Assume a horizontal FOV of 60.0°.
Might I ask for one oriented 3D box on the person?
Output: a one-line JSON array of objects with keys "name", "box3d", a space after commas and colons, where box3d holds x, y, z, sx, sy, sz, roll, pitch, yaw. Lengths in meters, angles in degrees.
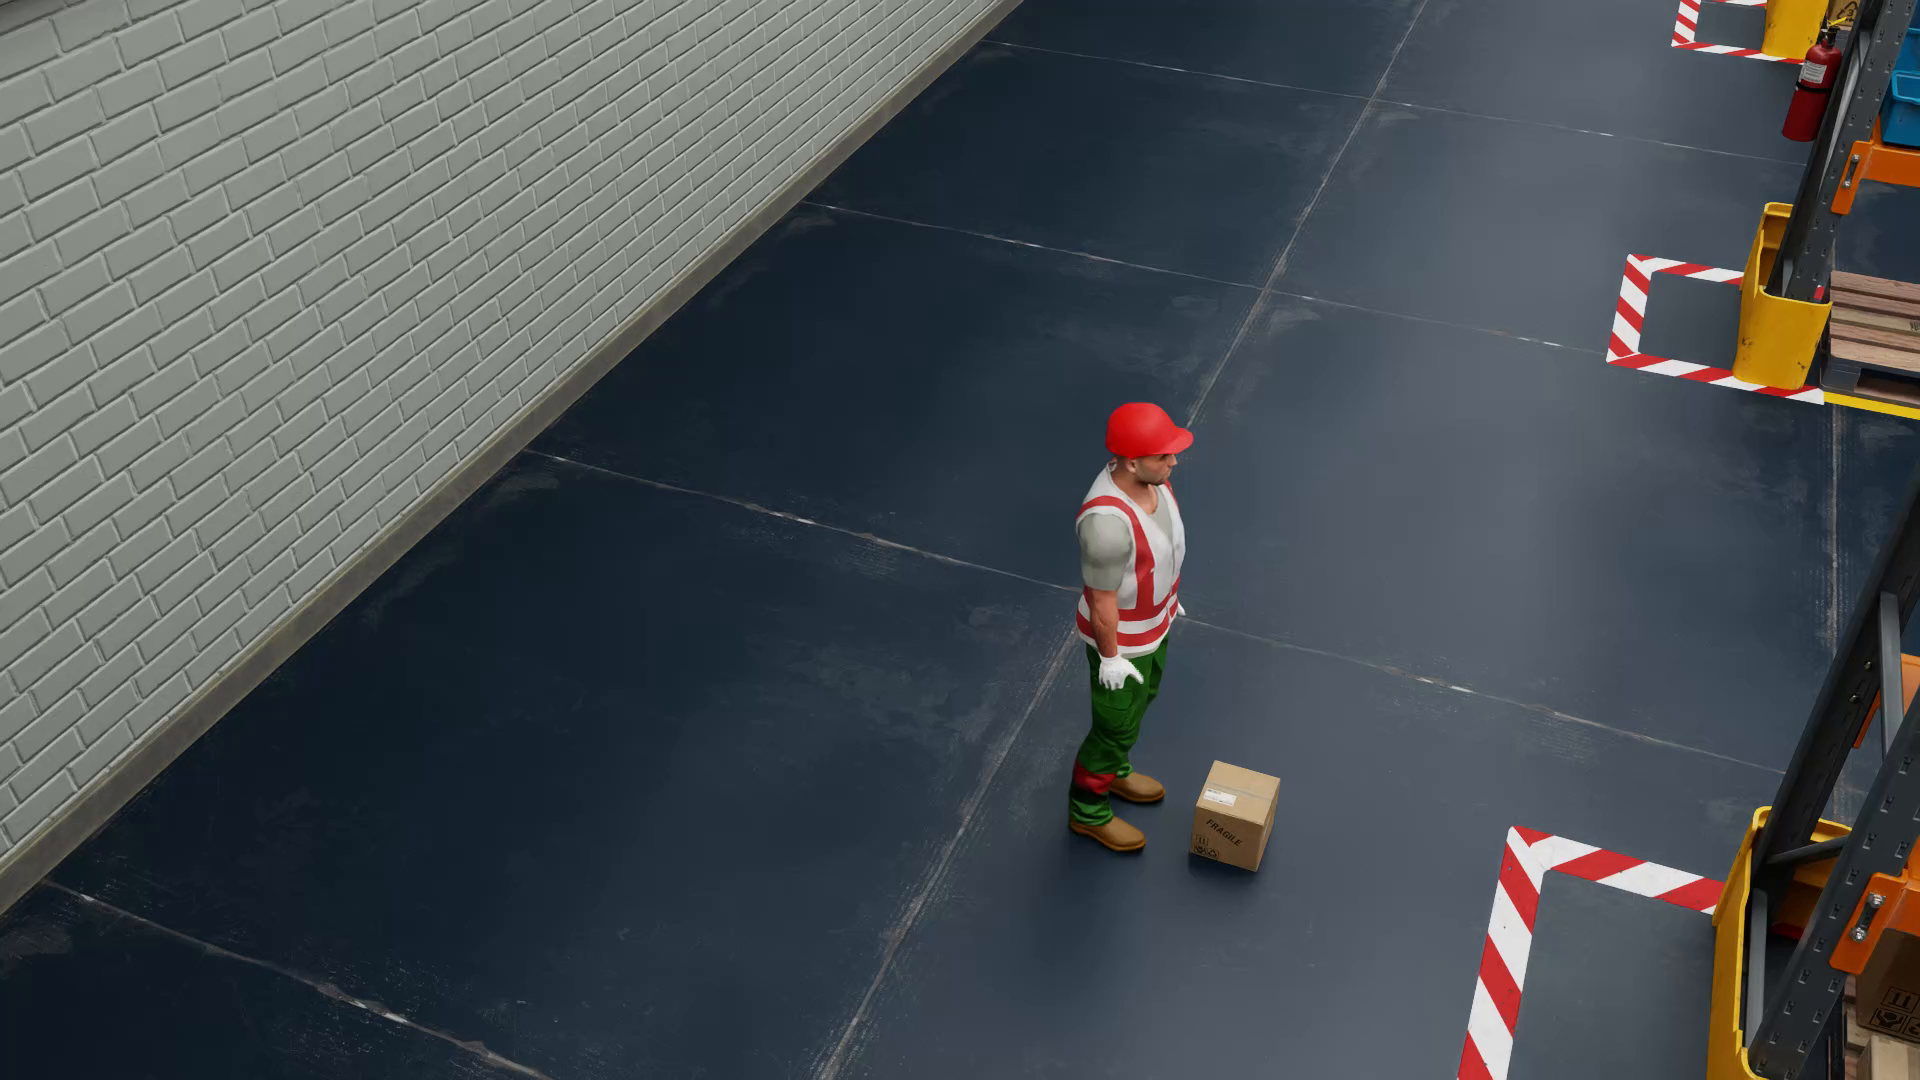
[{"name": "person", "box3d": [0.585, 0.295, 5.743, 0.346, 1.785, 0.525, 15, 40, 19]}]
